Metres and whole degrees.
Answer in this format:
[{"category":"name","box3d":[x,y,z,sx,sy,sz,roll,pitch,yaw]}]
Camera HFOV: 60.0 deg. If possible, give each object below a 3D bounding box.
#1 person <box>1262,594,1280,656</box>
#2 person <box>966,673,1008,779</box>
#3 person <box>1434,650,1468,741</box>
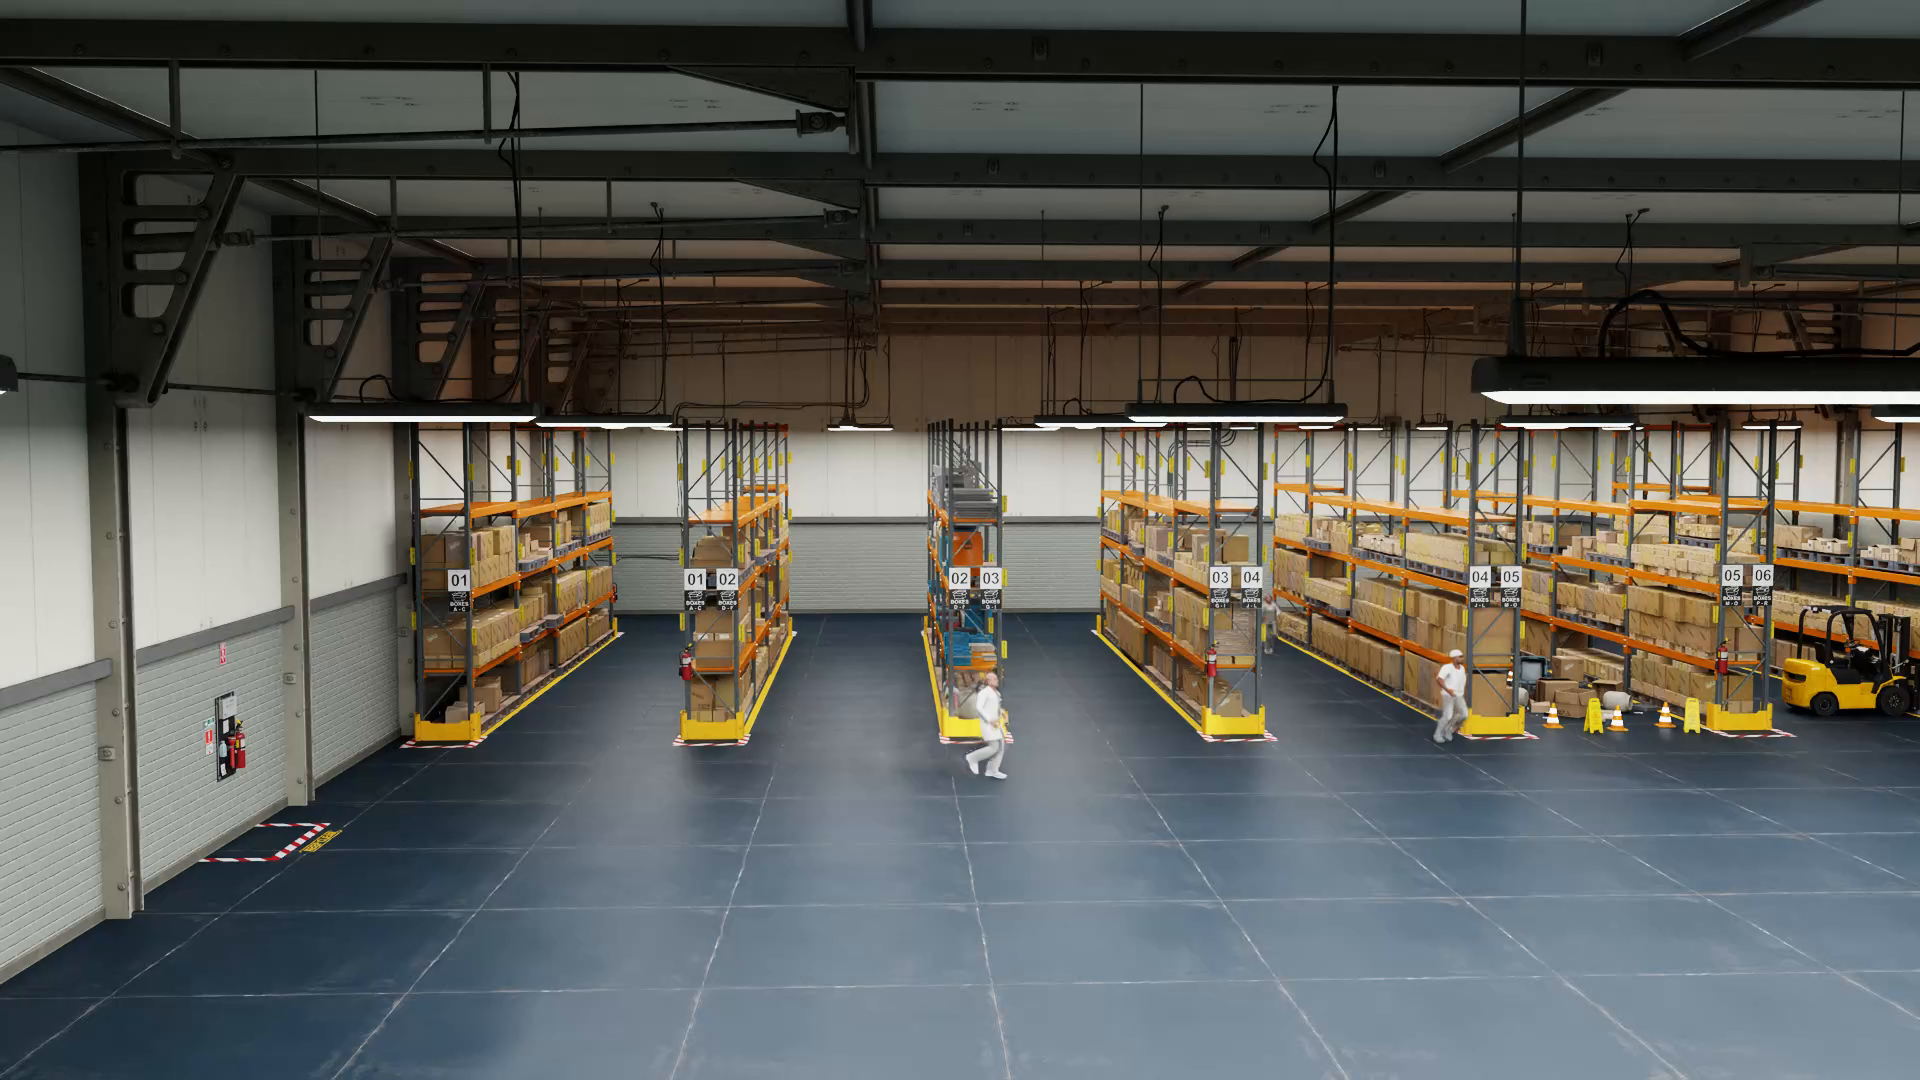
[{"category":"person","box3d":[8.028,2.186,43.033,0.540,1.585,0.661,0,4,2]},{"category":"person","box3d":[0.464,3.081,27.708,0.683,1.755,0.736,1,4,21]},{"category":"person","box3d":[9.181,2.883,30.841,0.766,1.700,0.575,-2,4,-28]}]
